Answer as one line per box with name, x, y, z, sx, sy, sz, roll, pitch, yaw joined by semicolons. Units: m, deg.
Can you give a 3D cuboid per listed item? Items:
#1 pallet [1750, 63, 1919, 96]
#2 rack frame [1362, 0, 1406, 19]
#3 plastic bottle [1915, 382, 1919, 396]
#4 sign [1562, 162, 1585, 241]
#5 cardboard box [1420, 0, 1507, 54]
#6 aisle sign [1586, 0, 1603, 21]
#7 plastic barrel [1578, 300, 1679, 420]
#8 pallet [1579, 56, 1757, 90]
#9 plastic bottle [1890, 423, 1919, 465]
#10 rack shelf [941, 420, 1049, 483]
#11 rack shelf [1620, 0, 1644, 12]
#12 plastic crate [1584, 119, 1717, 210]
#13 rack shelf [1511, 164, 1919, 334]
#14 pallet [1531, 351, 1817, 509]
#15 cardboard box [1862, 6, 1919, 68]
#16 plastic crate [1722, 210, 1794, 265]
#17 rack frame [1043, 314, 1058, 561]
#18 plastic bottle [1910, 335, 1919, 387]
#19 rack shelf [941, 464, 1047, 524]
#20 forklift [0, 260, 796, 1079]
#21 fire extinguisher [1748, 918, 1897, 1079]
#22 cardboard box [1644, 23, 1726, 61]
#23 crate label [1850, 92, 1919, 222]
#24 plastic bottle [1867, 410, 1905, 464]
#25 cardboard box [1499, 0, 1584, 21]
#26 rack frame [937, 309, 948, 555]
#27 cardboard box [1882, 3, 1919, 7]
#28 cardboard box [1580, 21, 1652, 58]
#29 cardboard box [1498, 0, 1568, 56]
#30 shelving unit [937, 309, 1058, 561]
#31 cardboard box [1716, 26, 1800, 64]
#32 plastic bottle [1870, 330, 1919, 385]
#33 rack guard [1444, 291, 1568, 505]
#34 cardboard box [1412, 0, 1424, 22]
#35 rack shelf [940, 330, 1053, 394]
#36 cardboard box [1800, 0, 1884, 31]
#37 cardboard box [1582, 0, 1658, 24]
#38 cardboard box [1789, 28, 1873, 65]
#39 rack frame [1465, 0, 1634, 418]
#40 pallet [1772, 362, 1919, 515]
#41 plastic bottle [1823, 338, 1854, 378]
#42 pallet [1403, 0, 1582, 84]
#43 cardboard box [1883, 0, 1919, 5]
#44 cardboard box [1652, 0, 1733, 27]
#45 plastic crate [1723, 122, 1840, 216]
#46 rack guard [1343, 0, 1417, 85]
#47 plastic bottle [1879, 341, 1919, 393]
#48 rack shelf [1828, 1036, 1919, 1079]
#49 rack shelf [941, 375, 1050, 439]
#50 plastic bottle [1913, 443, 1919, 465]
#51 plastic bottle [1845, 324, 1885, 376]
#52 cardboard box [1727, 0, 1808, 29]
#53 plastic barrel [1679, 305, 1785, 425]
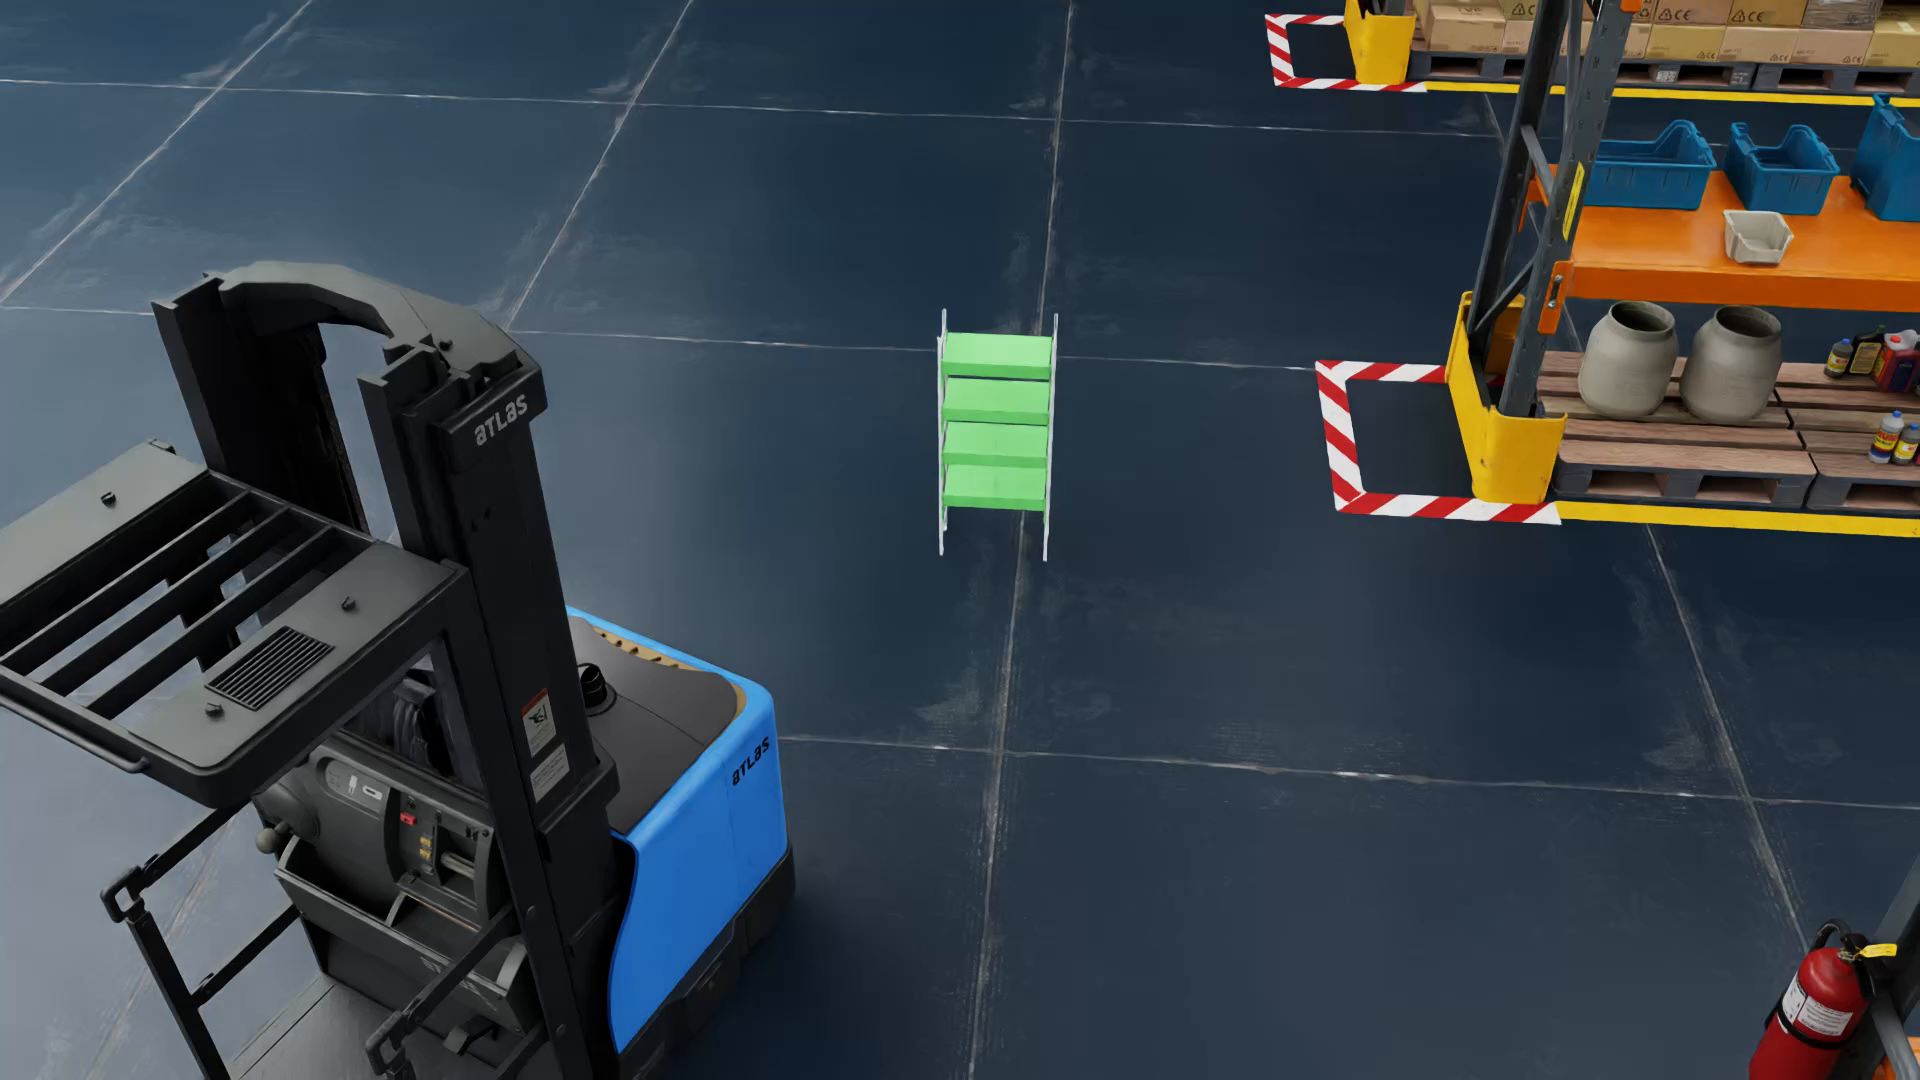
pallet;6.297;-3.570;12.139;1.213;0.211;1.003;3;39;4
rack frame;3.100;-4.799;11.440;0.127;3.000;1.000;3;39;4
plastic bottle;4.932;-0.827;8.429;0.097;0.201;0.097;0;39;0
sign;2.617;-1.446;7.101;0.005;0.325;0.100;3;39;4
cardboard box;3.615;-3.726;11.968;0.500;0.250;0.500;3;39;4
aisle sign;2.572;-2.512;6.571;0.004;0.787;0.394;3;39;4
plastic barrel;3.332;-0.894;8.281;0.421;0.512;0.421;0;39;0
pallet;5.078;-3.634;12.218;1.213;0.211;1.003;3;39;4
plastic bottle;4.552;-0.469;7.989;0.097;0.201;0.097;0;39;0
rack shelf;0.165;-0.407;7.571;0.480;0.148;0.258;3;39;4
rack shelf;4.662;-2.459;6.760;4.000;0.370;1.077;3;39;4
plastic crate;3.194;-1.787;7.858;0.616;0.251;0.499;3;39;4
rack shelf;4.662;-1.296;7.707;4.000;0.370;1.077;3;39;4
pallet;3.558;-0.580;8.466;1.213;0.211;1.003;3;39;4
cardboard box;6.605;-3.566;11.770;0.500;0.250;0.500;3;39;4
plastic crate;3.533;-1.331;7.388;0.250;0.136;0.298;3;39;4
rack frame;0.408;-0.443;7.514;0.015;1.200;0.240;3;39;4
plastic bottle;4.924;-0.936;8.503;0.135;0.276;0.152;2;39;3
rack shelf;0.165;-0.221;7.722;0.480;0.148;0.258;3;39;4
forklift;-1.772;0.864;4.538;1.130;2.935;3.031;19;43;22
fire extinguisher;2.168;1.165;4.174;0.183;0.674;0.296;3;39;4
cardboard box;5.110;-3.644;11.866;0.500;0.250;0.500;3;39;4
crate label;4.526;-1.768;7.688;0.616;0.435;0.502;3;39;4
plastic bottle;4.449;-0.502;7.974;0.097;0.271;0.097;0;39;0
cardboard box;4.114;-3.991;11.699;0.500;0.500;0.500;3;39;4
rack frame;-0.078;-0.470;7.547;0.015;1.200;0.240;3;39;4
cardboard box;6.650;-3.894;12.173;0.500;0.250;0.500;3;39;4
cardboard box;4.612;-3.674;11.904;0.500;0.250;0.500;3;39;4
cardboard box;4.114;-3.702;11.937;0.500;0.250;0.500;3;39;4
shelving unit;0.165;-0.456;7.531;0.503;1.200;0.258;3;39;4
cardboard box;5.608;-3.617;11.833;0.500;0.250;0.500;3;39;4
plastic bottle;4.786;-0.943;8.512;0.135;0.276;0.152;3;39;4
rack guard;2.749;-0.740;8.434;0.348;0.500;1.175;3;39;4
cardboard box;3.660;-4.052;12.368;0.500;0.250;0.500;3;39;4
rack shelf;0.165;-0.779;7.268;0.480;0.148;0.258;3;39;4
cardboard box;6.107;-3.891;11.576;0.500;0.500;0.500;3;39;4
cardboard box;4.613;-3.972;11.676;0.500;0.500;0.500;3;39;4
cardboard box;6.107;-3.599;11.811;0.500;0.250;0.500;3;39;4
rack frame;2.669;-1.684;7.613;0.127;3.000;1.000;3;39;4
pallet;4.770;-0.512;8.383;1.213;0.211;1.003;3;39;4
plastic bottle;4.537;-0.945;8.574;0.097;0.201;0.097;0;39;0
pallet;3.866;-3.702;12.302;1.213;0.211;1.003;3;39;4
cardboard box;6.650;-4.191;11.944;0.500;0.500;0.500;3;39;4
cardboard box;5.110;-3.934;11.629;0.500;0.500;0.500;3;39;4
plastic crate;3.840;-1.748;7.810;0.408;0.251;0.499;3;39;4
rack guard;3.076;-3.831;12.231;0.348;0.500;1.175;3;39;4
plastic bottle;4.777;-0.879;8.427;0.133;0.283;0.061;3;39;4
rack shelf;4.234;1.819;3.880;4.000;0.370;1.077;3;39;4
rack shelf;0.165;-0.593;7.419;0.480;0.148;0.258;3;39;4
plastic bottle;4.673;-0.483;7.941;0.133;0.283;0.061;4;39;5
plastic bottle;4.655;-0.982;8.554;0.133;0.283;0.061;4;39;5
cardboard box;5.609;-3.916;11.607;0.500;0.500;0.500;3;39;4
plastic barrel;3.831;-0.867;8.248;0.421;0.512;0.421;0;39;0
